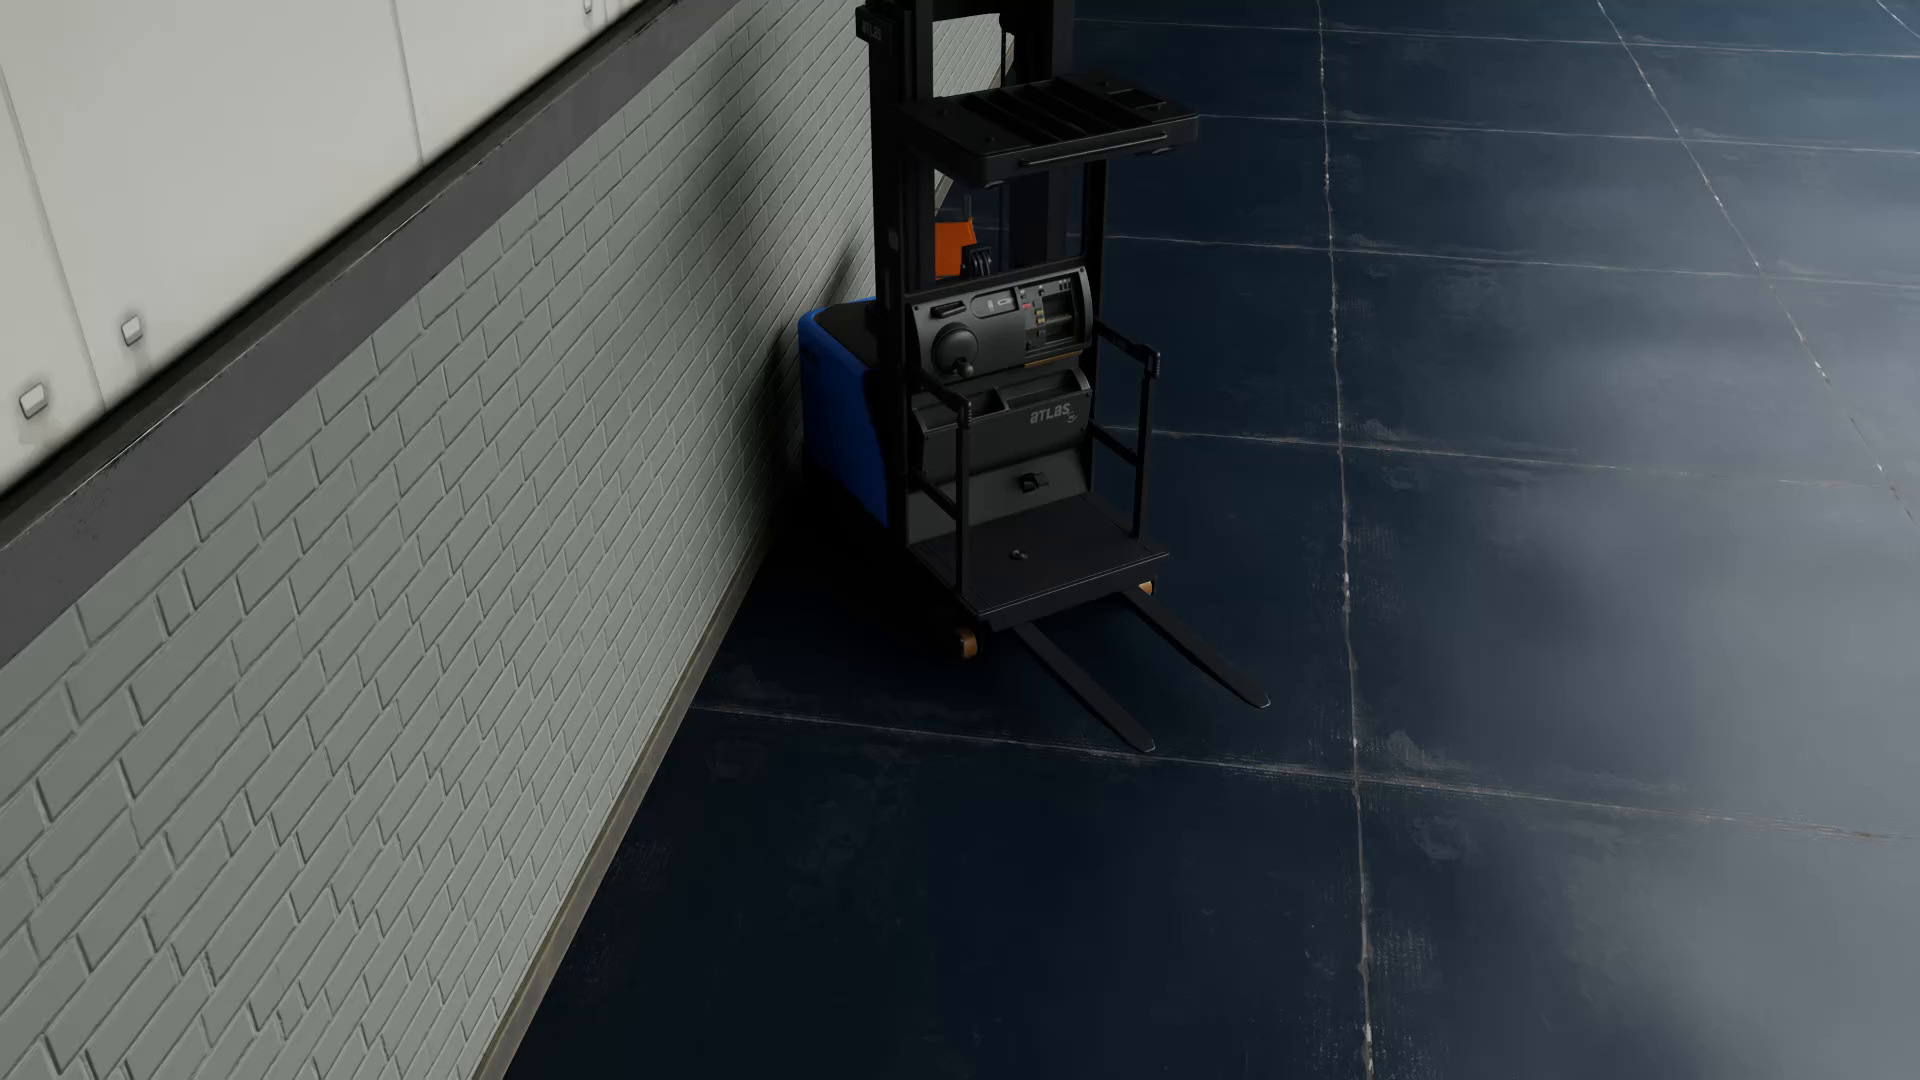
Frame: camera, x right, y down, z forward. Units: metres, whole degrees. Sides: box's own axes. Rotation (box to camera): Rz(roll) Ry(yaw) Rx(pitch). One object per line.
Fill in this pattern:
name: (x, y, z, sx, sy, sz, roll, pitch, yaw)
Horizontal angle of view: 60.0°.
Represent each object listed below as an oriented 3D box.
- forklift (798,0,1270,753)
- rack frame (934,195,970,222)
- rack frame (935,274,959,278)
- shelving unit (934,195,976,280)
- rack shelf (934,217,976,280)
forklift: (0.308, -0.954, 7.512, 1.130, 2.935, 3.031, -17, 36, -25)
rack frame: (-0.189, -1.565, 10.190, 0.500, 1.125, 0.032, -3, 32, -4)
rack frame: (-0.095, -1.028, 9.332, 0.500, 1.125, 0.032, -3, 32, -4)
shelving unit: (-0.142, -1.296, 9.761, 0.538, 1.125, 1.048, -3, 32, -4)
rack shelf: (-0.142, -1.544, 9.605, 0.538, 0.278, 1.000, -3, 32, -4)
